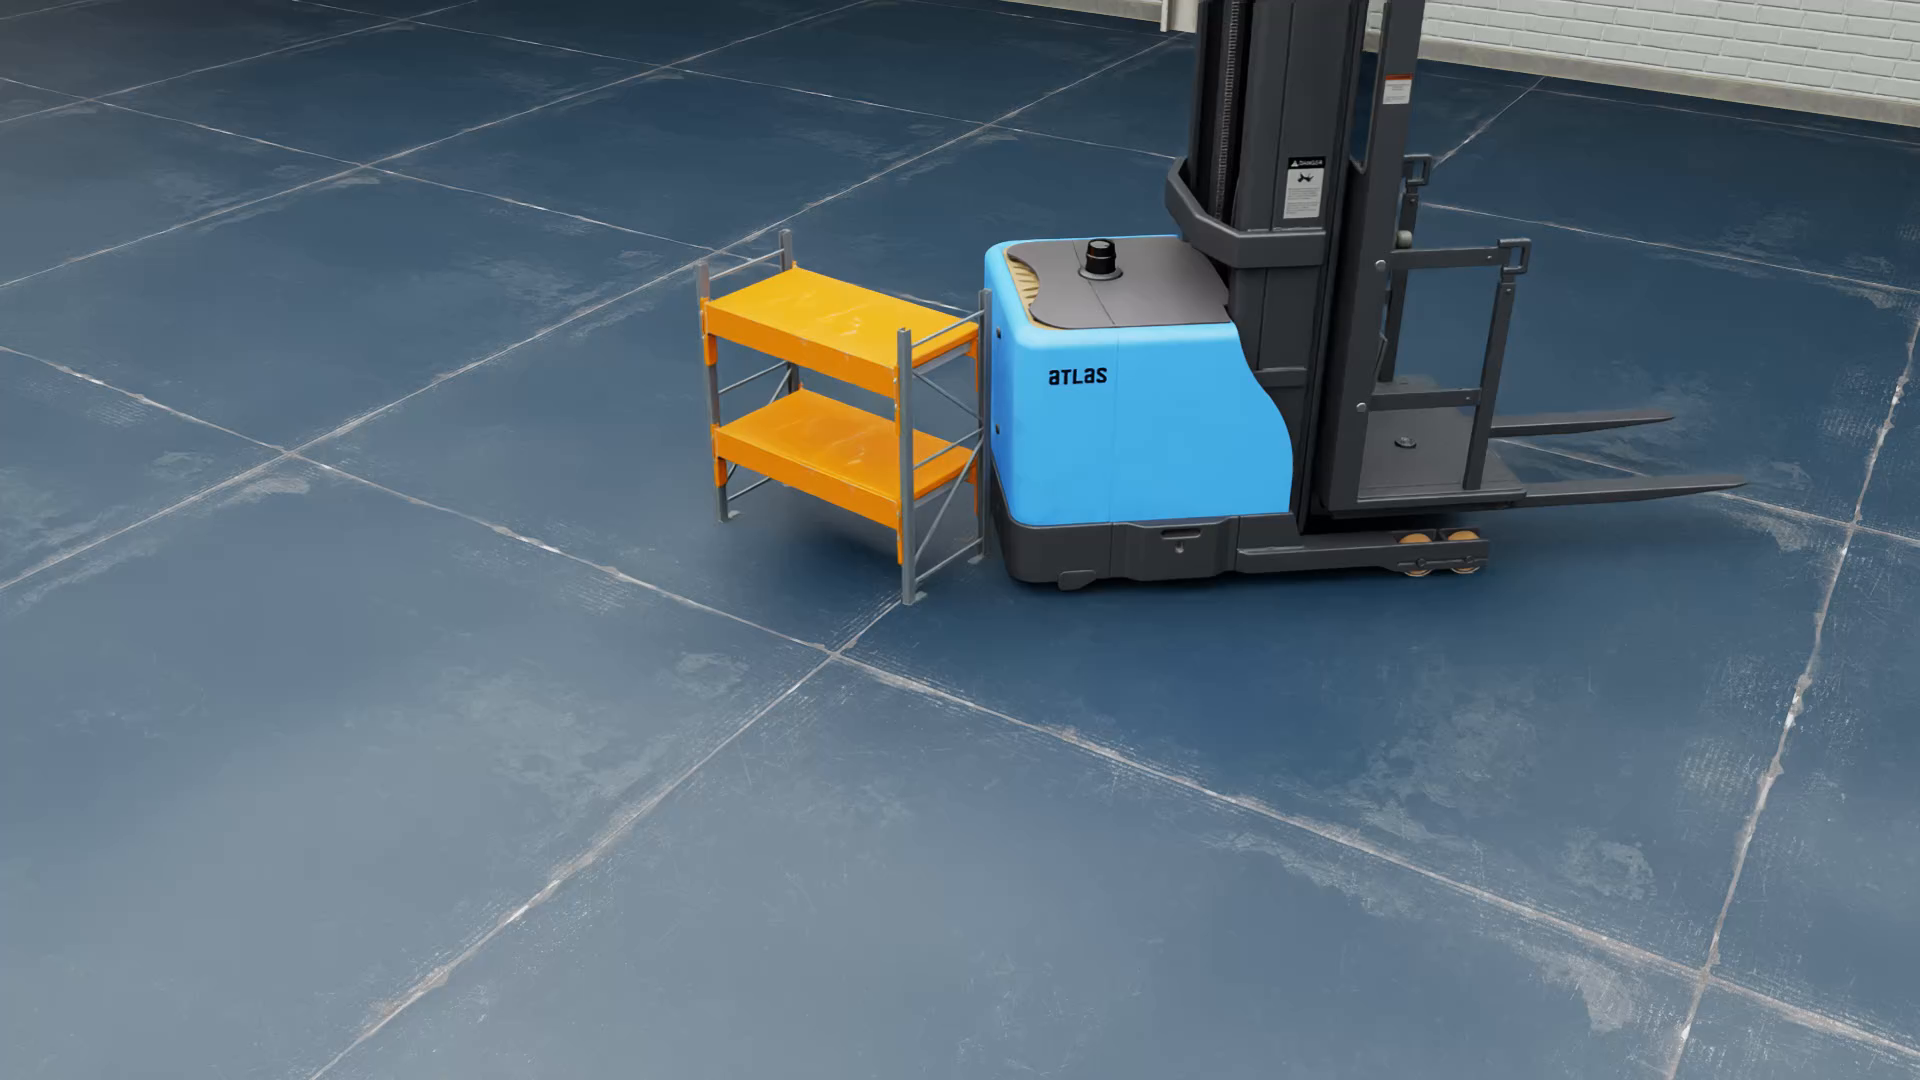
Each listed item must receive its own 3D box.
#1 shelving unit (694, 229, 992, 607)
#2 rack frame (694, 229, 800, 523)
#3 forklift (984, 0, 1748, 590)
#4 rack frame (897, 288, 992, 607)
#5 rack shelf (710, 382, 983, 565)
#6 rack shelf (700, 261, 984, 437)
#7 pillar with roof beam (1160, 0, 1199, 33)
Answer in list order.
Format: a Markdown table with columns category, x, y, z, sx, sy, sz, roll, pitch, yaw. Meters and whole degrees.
| category | x | y | z | sx | sy | sz | roll | pitch | yaw |
| --- | --- | --- | --- | --- | --- | --- | --- | --- | --- |
| shelving unit | -0.446 | -0.496 | 6.484 | 1.048 | 1.125 | 0.538 | 22 | 37 | 33 |
| rack frame | -0.841 | -0.657 | 6.760 | 0.032 | 1.125 | 0.500 | 22 | 37 | 33 |
| forklift | 1.639 | -1.384 | 6.214 | 3.031 | 2.935 | 1.130 | -3 | 30 | -6 |
| rack frame | -0.050 | -0.335 | 6.207 | 0.032 | 1.125 | 0.500 | 22 | 37 | 33 |
| rack shelf | -0.446 | -0.285 | 6.607 | 1.000 | 0.278 | 0.538 | 22 | 37 | 33 |
| rack shelf | -0.446 | -0.749 | 6.336 | 1.000 | 0.278 | 0.538 | 22 | 37 | 33 |
| pillar with roof beam | -0.331 | -6.414 | 8.814 | 0.400 | 9.000 | 9.100 | 18 | 35 | 27 |
